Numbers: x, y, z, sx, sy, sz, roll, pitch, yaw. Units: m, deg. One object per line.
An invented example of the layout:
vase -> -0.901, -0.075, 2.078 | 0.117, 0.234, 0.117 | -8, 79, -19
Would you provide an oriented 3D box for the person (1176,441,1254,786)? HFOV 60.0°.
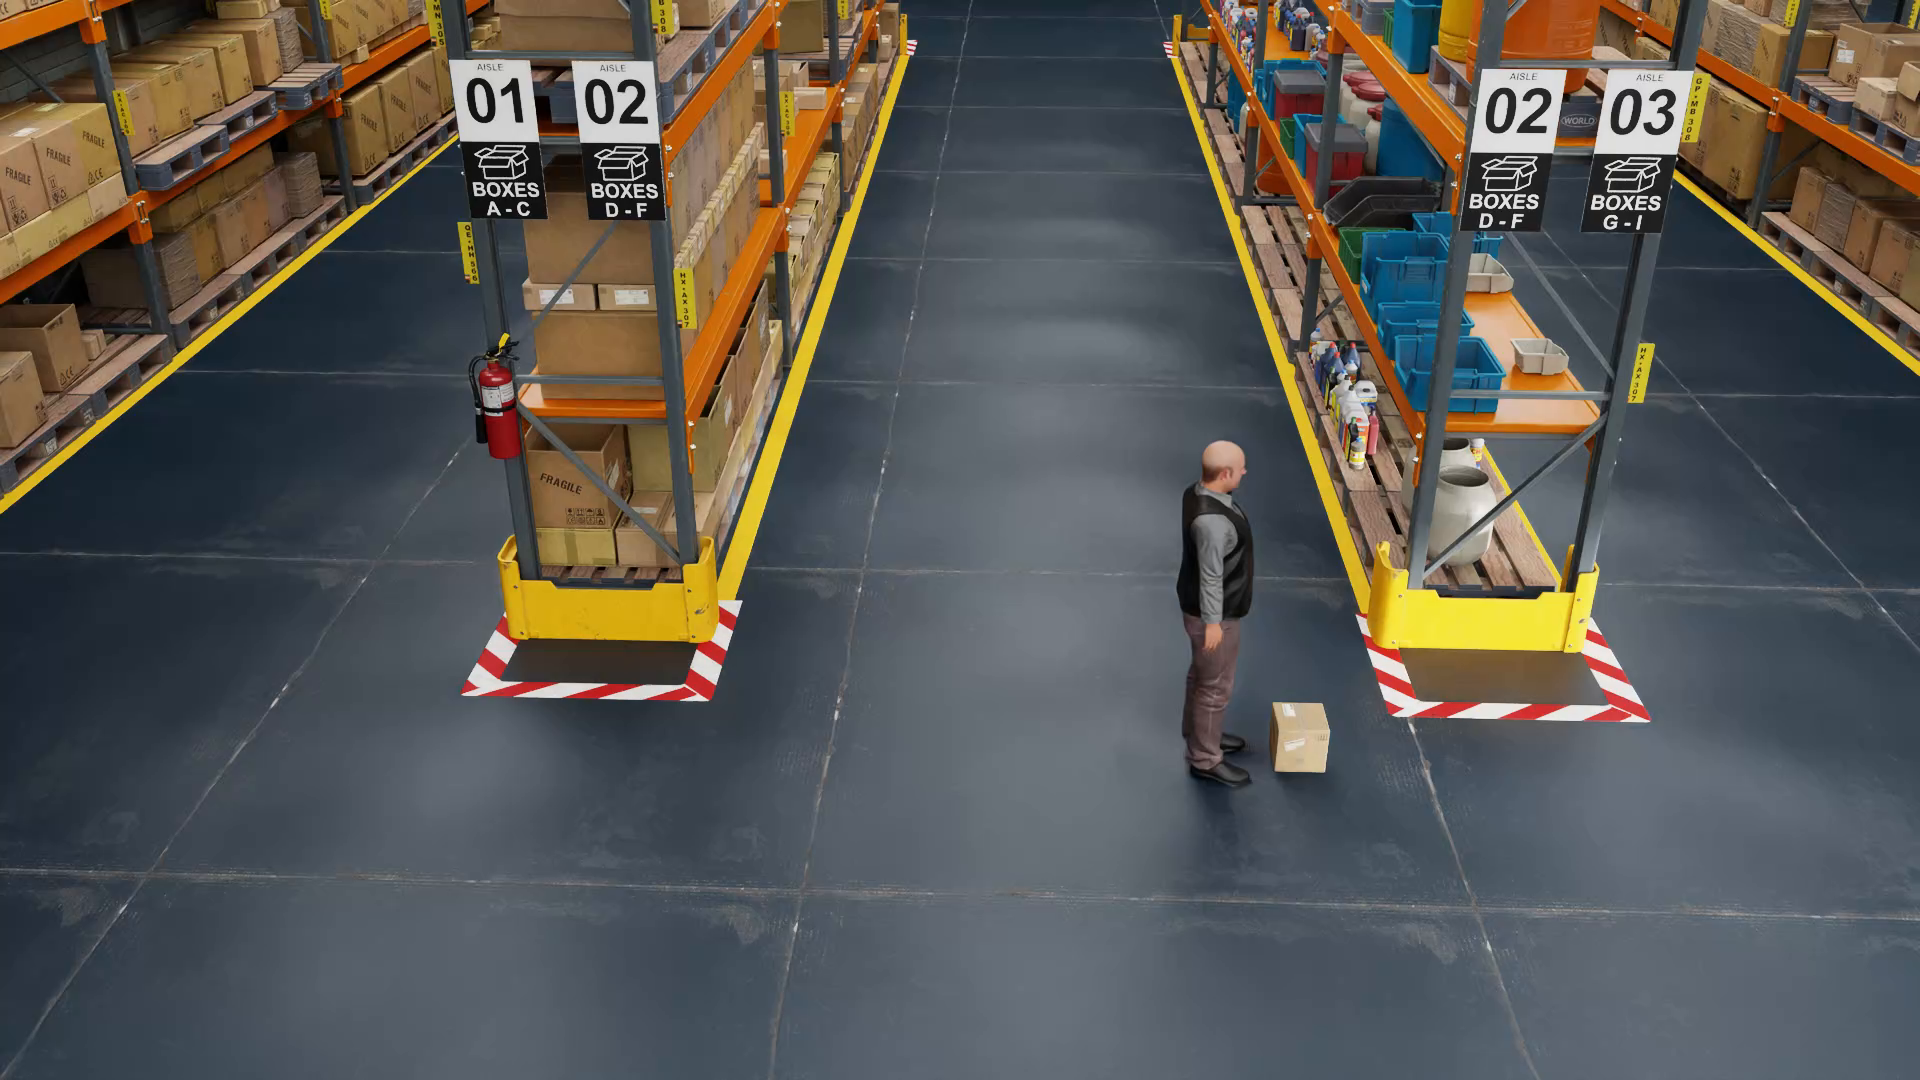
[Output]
person -> 1.248, 0.325, 8.030 | 0.406, 1.738, 0.536 | 1, 28, 2
